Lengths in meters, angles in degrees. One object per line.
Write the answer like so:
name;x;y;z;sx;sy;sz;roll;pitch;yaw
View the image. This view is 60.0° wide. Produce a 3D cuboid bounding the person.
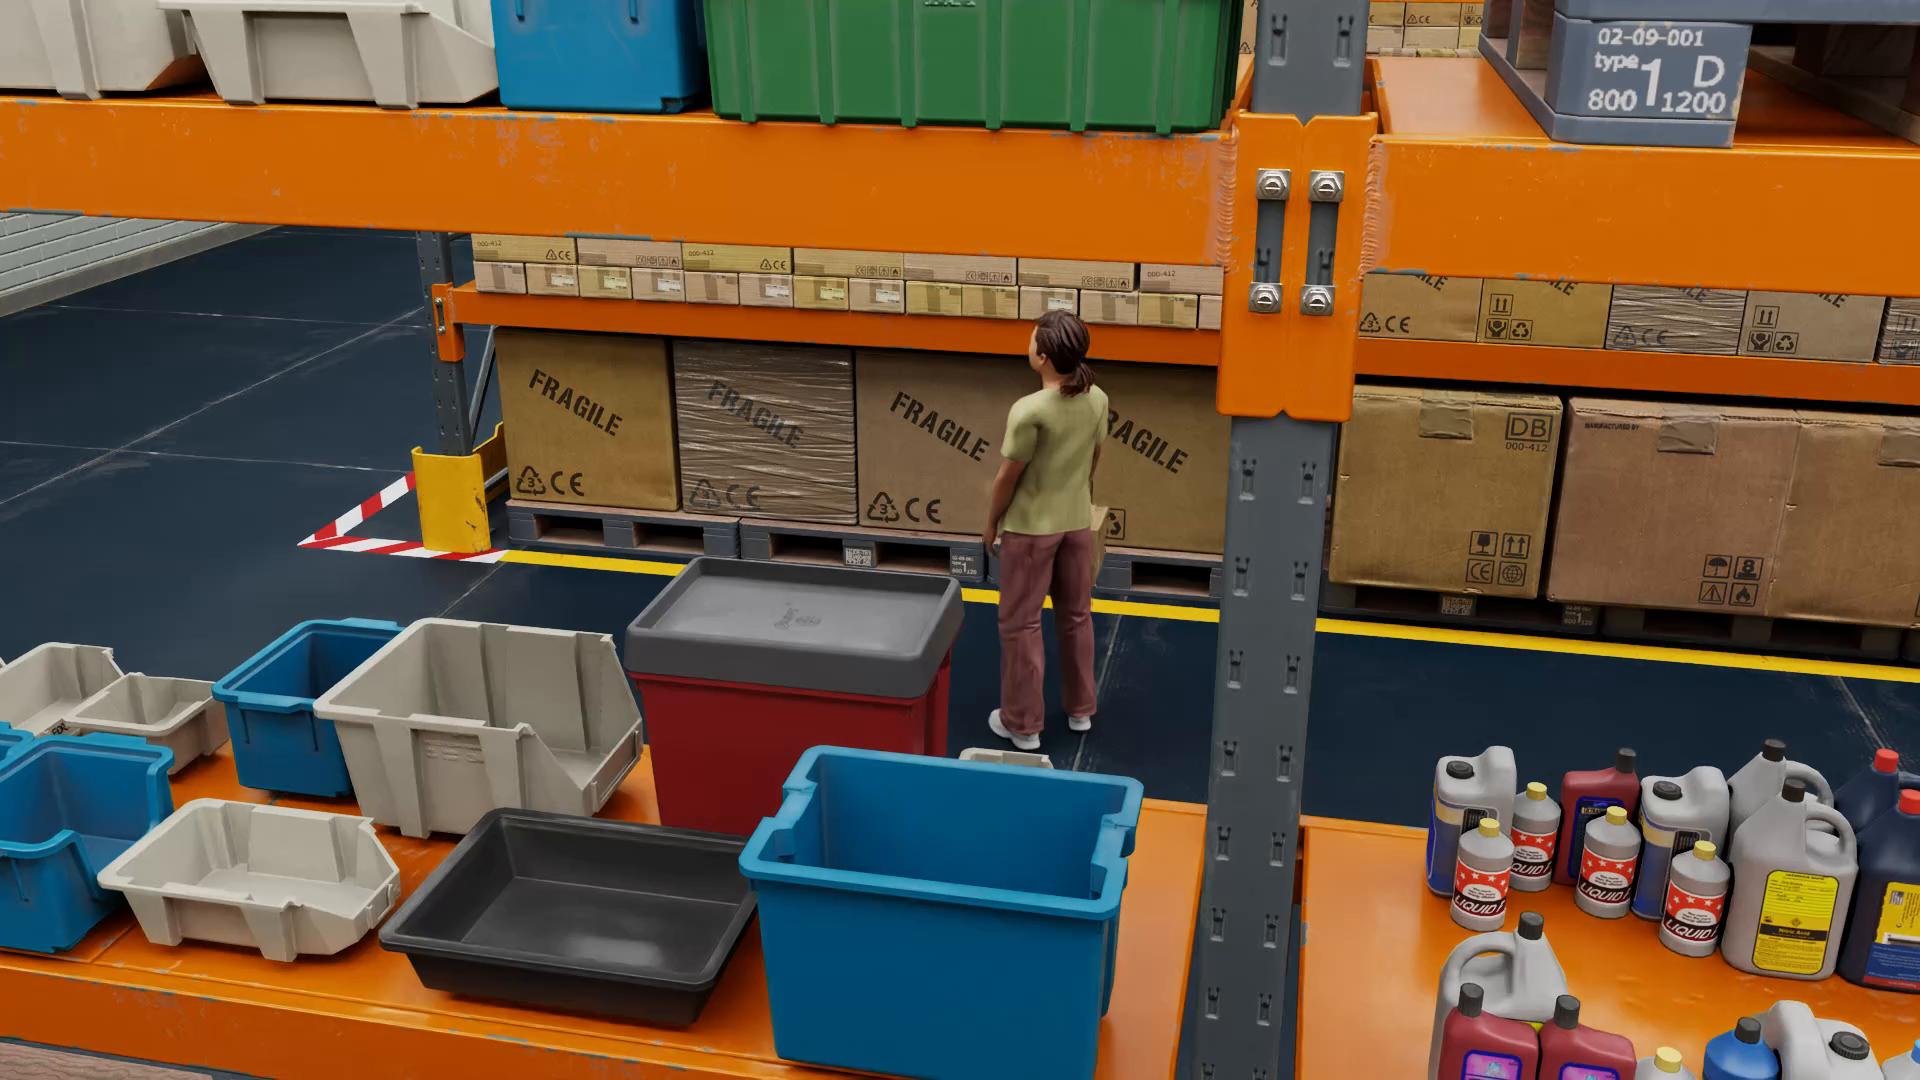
person;0.337;-0.036;6.136;0.536;1.680;0.414;-14;25;-31
